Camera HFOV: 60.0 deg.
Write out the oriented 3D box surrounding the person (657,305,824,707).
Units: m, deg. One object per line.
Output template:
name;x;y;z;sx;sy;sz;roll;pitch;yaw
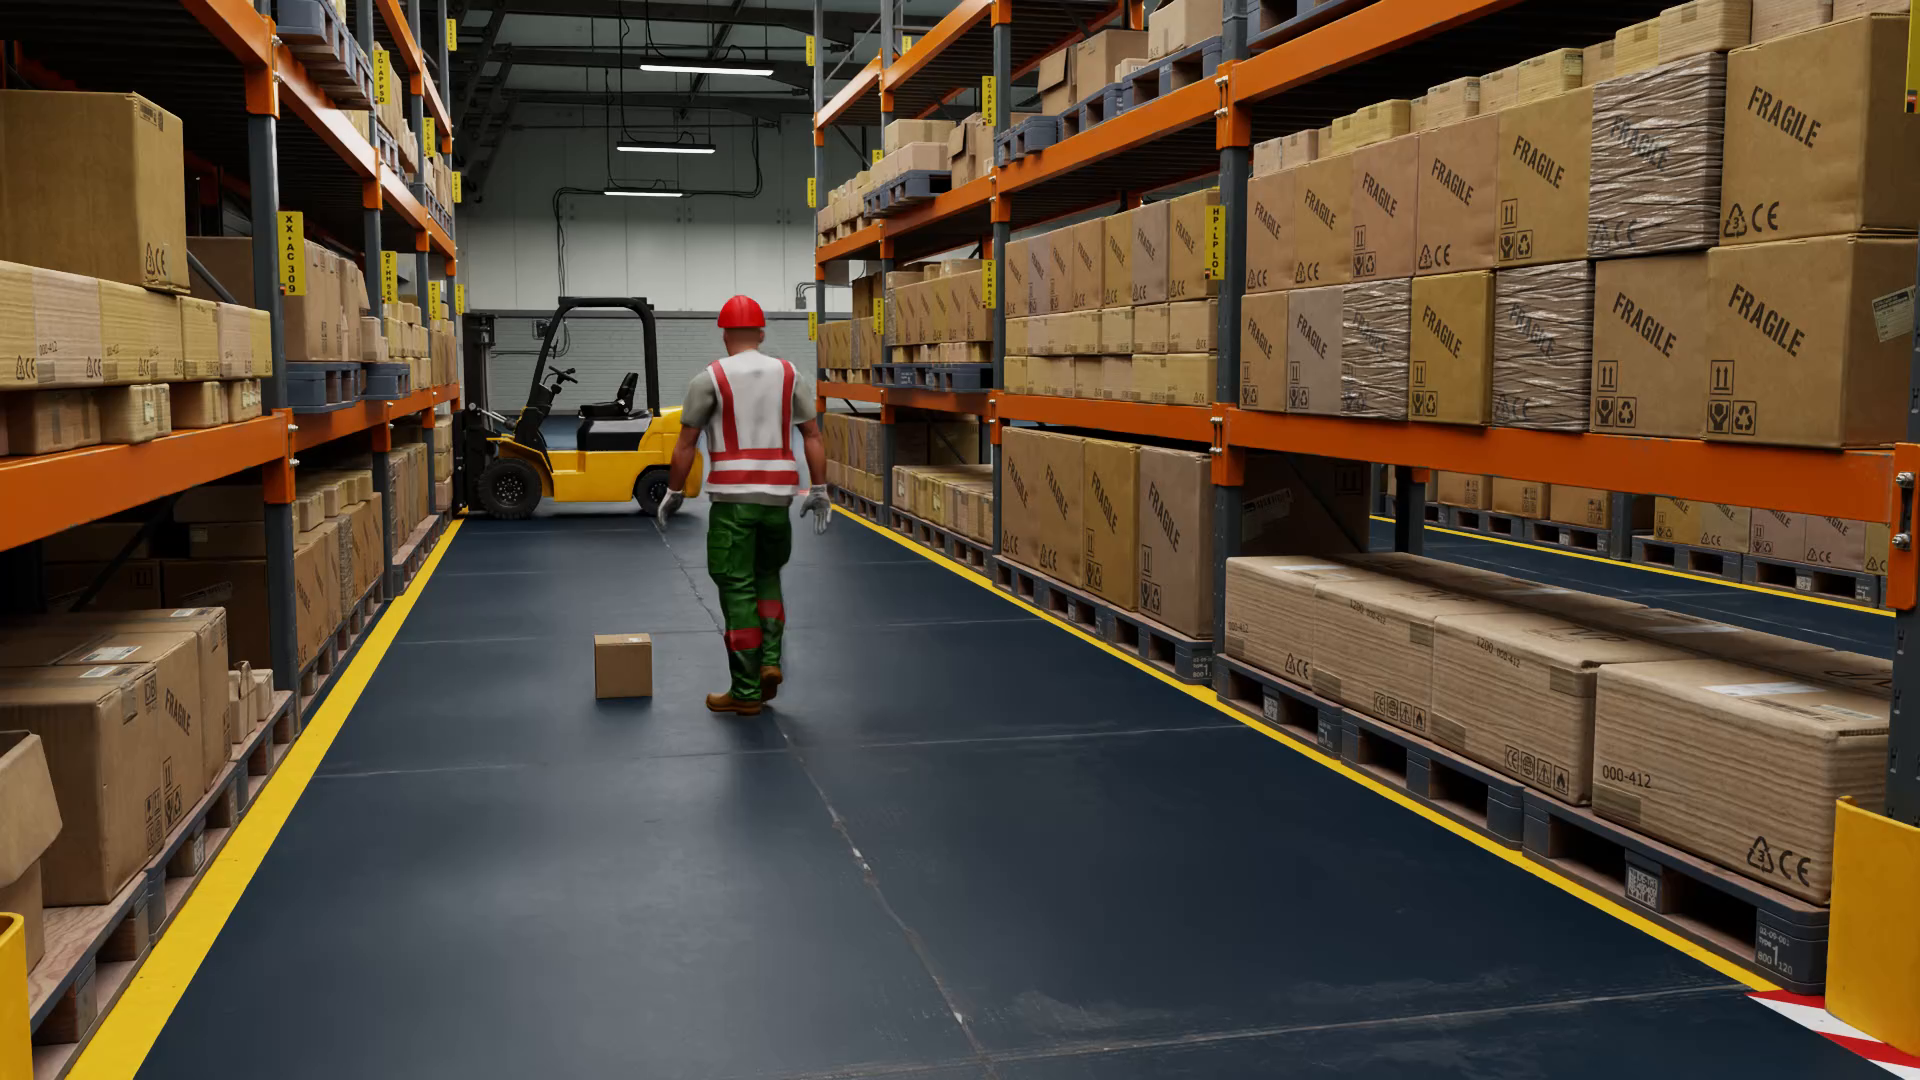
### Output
person;-0.982;-0.178;7.409;0.673;1.727;1.047;-2;7;-22
